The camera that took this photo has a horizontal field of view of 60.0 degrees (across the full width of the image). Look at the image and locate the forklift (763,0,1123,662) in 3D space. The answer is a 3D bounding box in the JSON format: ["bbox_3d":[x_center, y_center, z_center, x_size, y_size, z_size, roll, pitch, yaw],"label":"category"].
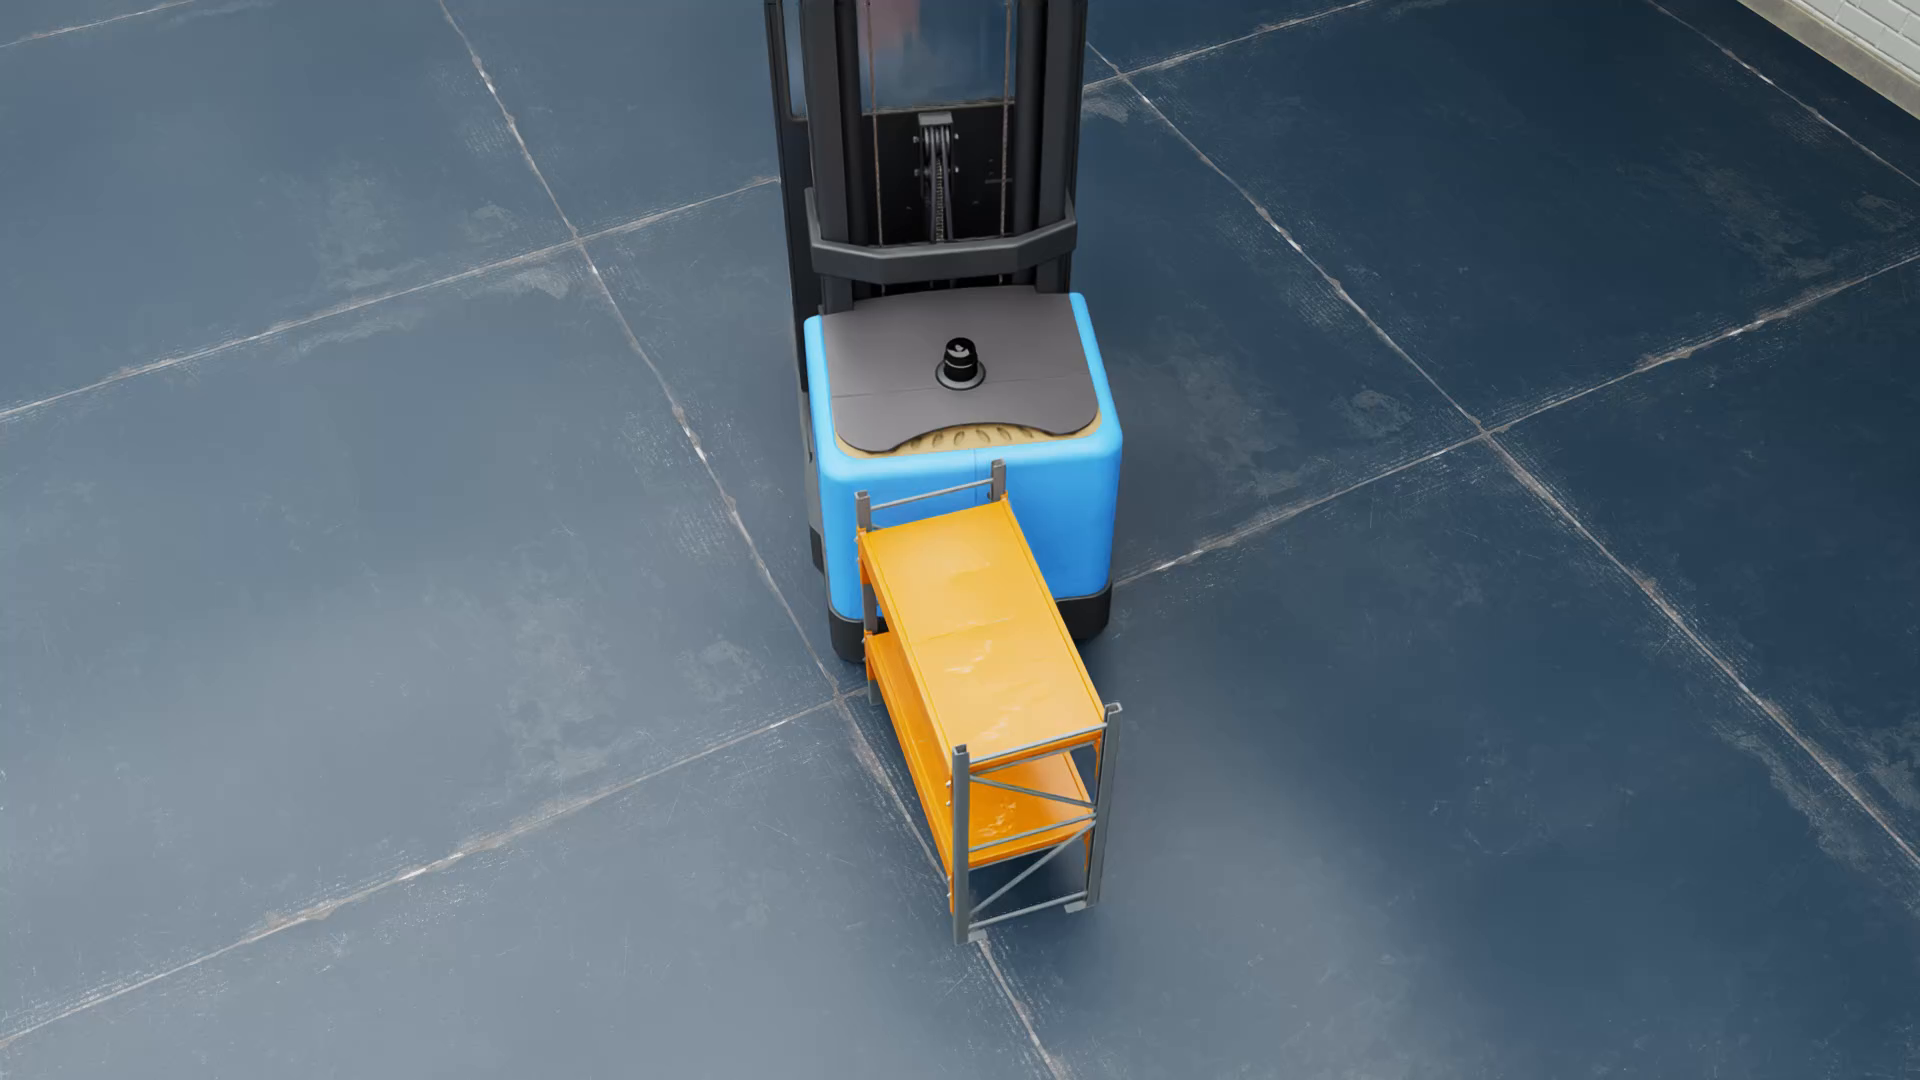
[{"bbox_3d":[-0.148,-1.638,6.128,1.130,2.935,3.031,-6,49,-5],"label":"forklift"}]

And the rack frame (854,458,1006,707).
[{"bbox_3d":[-0.093,0.173,5.744,0.500,1.125,0.032,-14,50,-12],"label":"rack frame"}]

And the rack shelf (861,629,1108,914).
[{"bbox_3d":[0.063,0.698,5.610,0.538,0.278,1.000,-14,50,-12],"label":"rack shelf"}]

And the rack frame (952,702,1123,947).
[{"bbox_3d":[0.220,0.901,5.108,0.500,1.125,0.032,-14,50,-12],"label":"rack frame"}]

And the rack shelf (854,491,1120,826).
[{"bbox_3d":[0.063,0.344,5.206,0.538,0.278,1.000,-14,50,-12],"label":"rack shelf"}]

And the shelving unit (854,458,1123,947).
[{"bbox_3d":[0.063,0.537,5.426,0.538,1.125,1.048,-14,50,-12],"label":"shelving unit"}]
